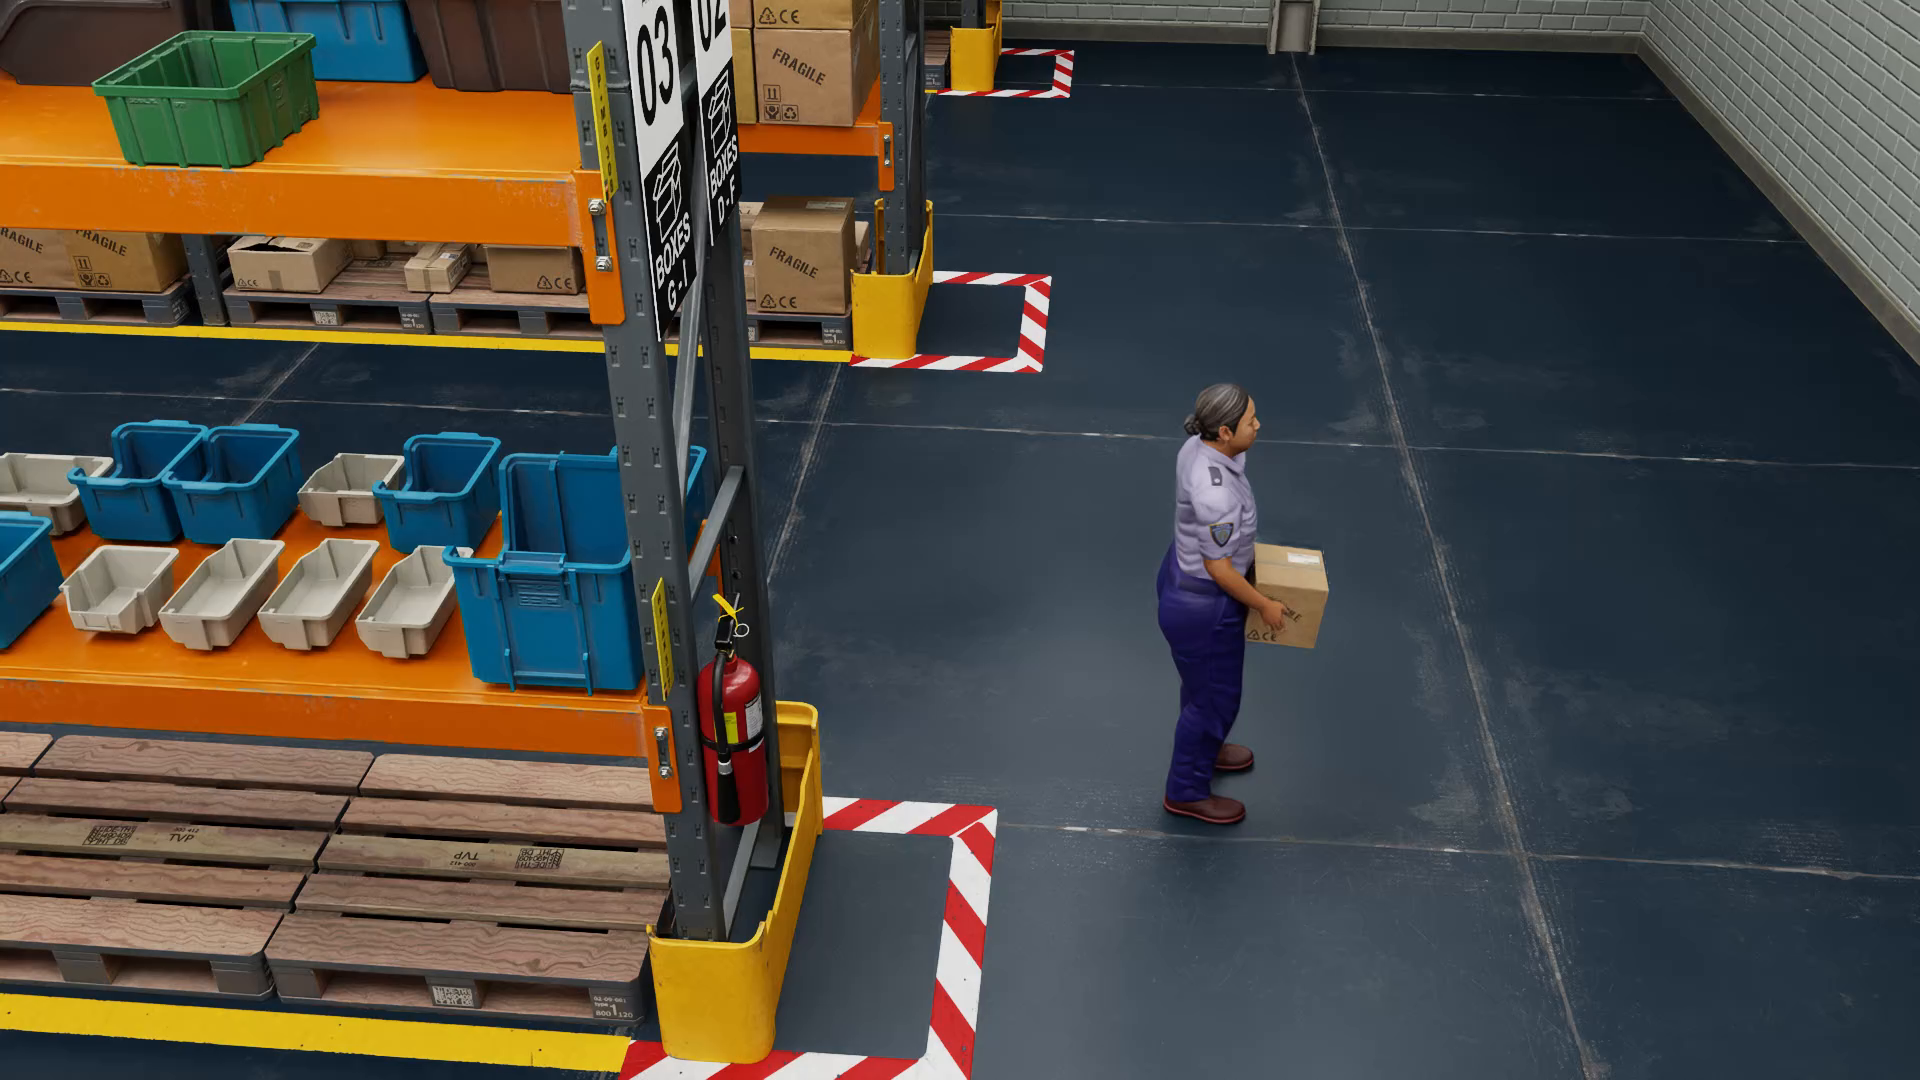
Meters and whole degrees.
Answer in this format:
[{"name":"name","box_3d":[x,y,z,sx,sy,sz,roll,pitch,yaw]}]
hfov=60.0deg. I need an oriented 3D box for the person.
[{"name":"person","box_3d":[0.915,0.205,5.814,0.450,1.656,0.498,2,32,3]}]
